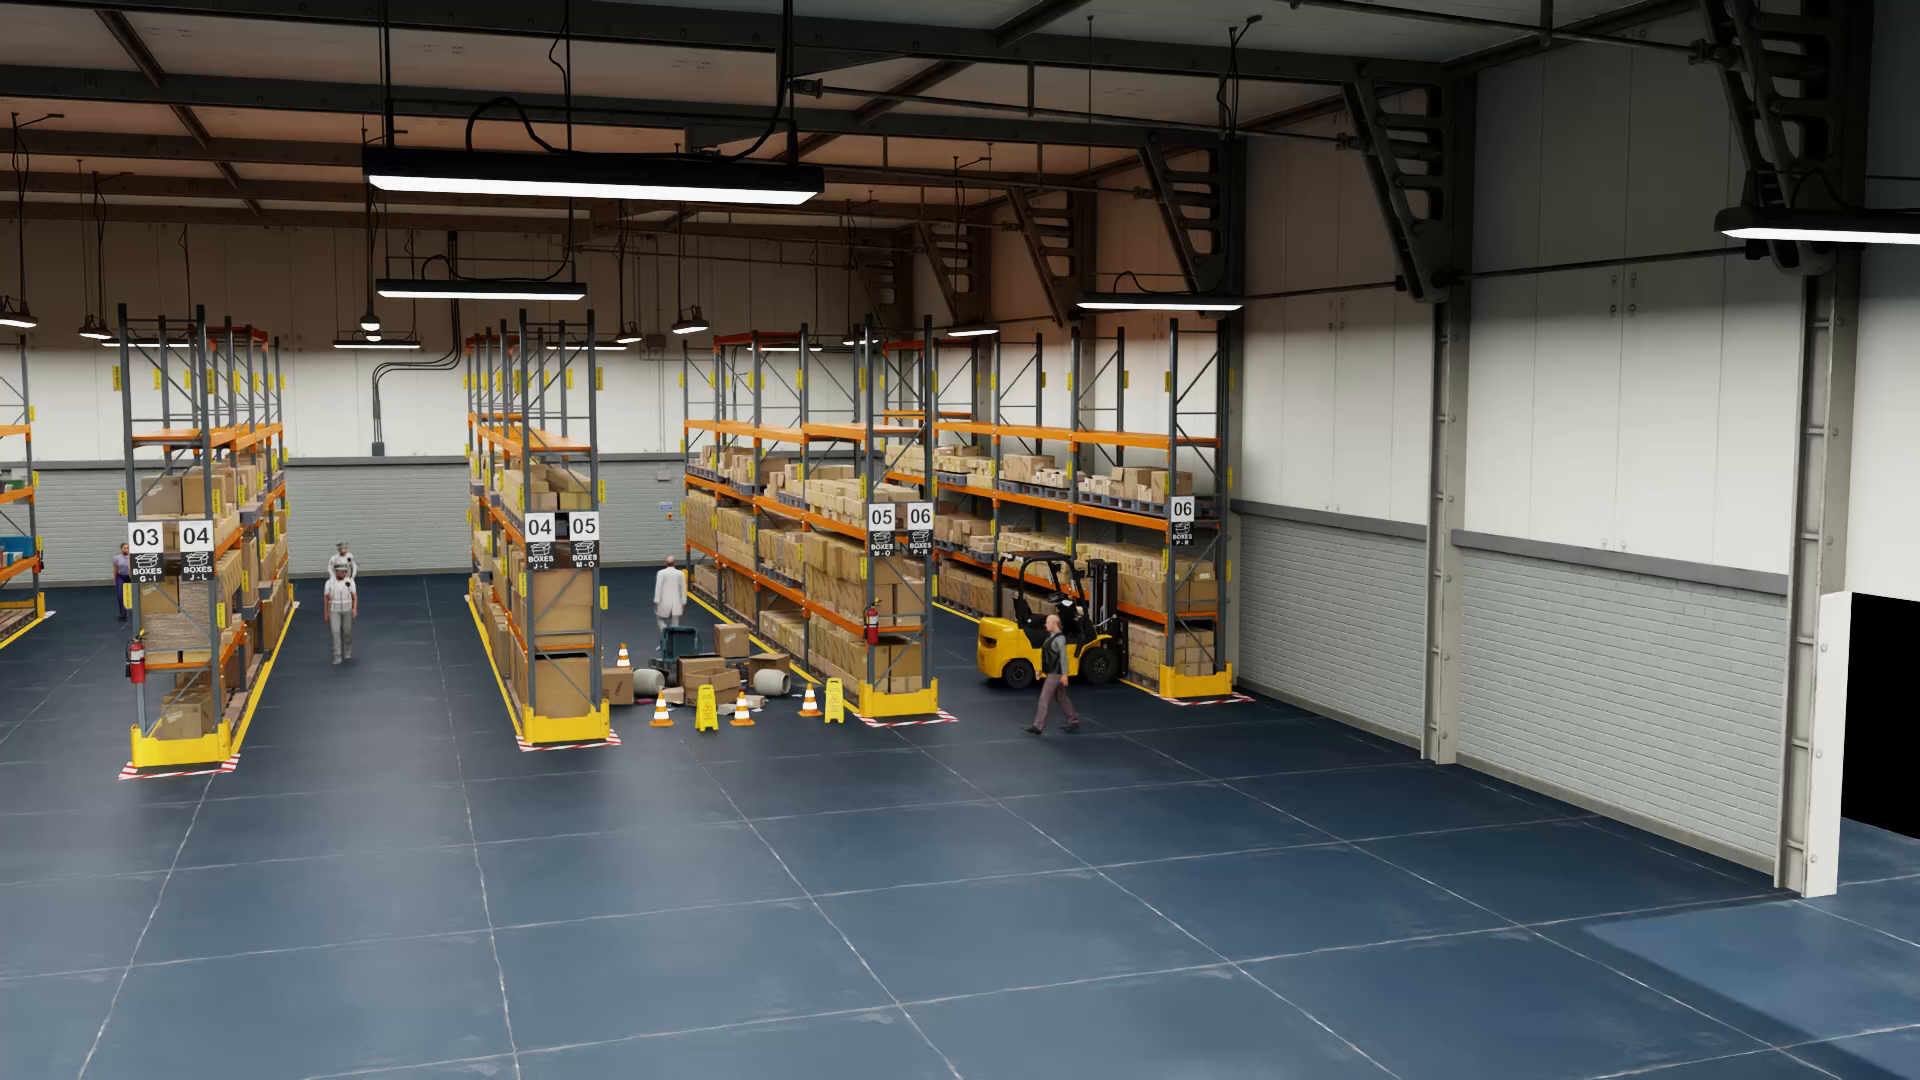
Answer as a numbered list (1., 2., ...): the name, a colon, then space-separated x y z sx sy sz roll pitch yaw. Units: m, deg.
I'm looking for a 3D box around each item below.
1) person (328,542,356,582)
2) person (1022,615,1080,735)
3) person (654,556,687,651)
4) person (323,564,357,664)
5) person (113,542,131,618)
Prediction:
1. person: -13.234 0.831 35.632 0.564 1.626 0.573 -2 6 -22
2. person: 1.299 1.913 23.758 0.899 1.690 0.538 -1 5 -7
3. person: -5.367 1.181 30.852 0.619 1.766 0.546 -2 6 -23
4. person: -11.110 1.318 29.906 0.566 1.762 0.765 -3 6 -29
5. person: -17.756 0.837 35.431 0.479 1.588 0.857 -2 6 -21
